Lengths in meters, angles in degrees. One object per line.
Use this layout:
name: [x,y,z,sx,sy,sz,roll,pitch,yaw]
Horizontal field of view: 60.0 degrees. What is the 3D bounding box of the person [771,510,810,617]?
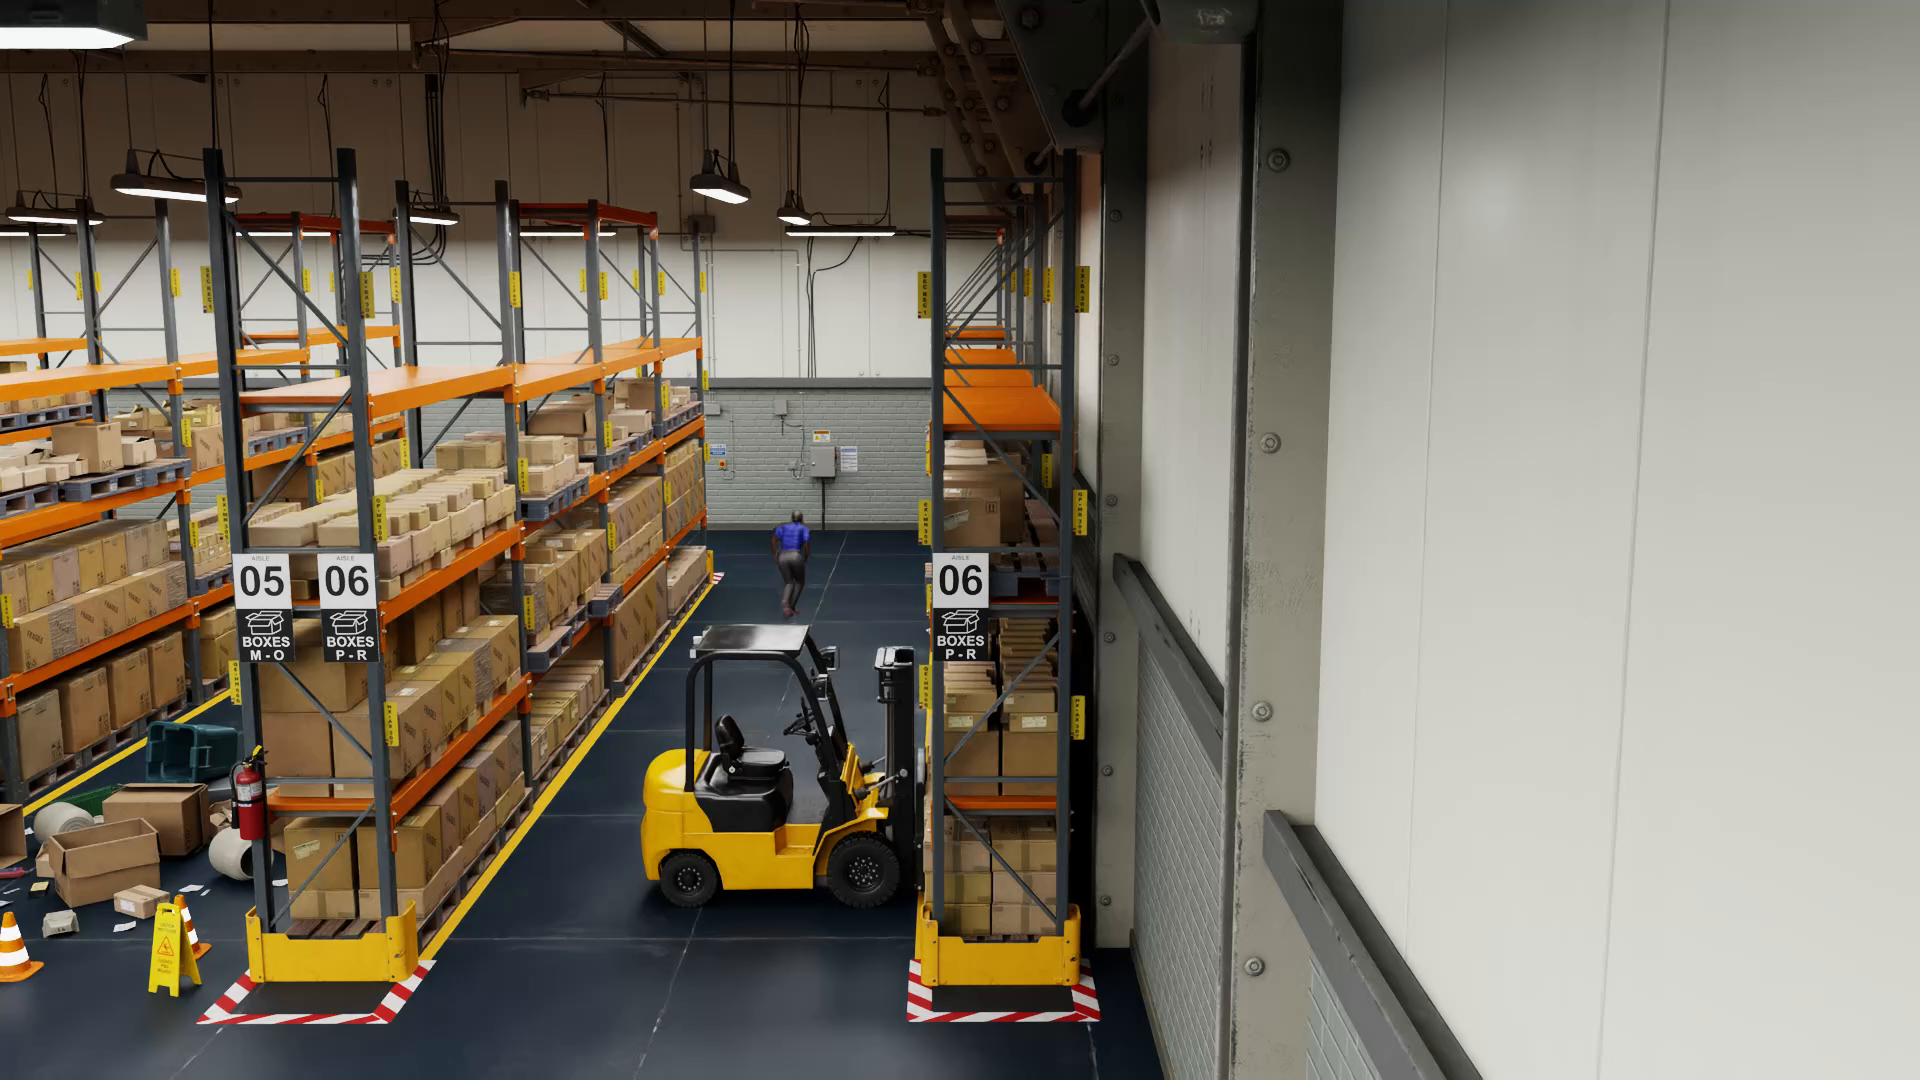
person: [-2.454,0.342,23.969,0.583,1.485,0.832,2,9,10]
